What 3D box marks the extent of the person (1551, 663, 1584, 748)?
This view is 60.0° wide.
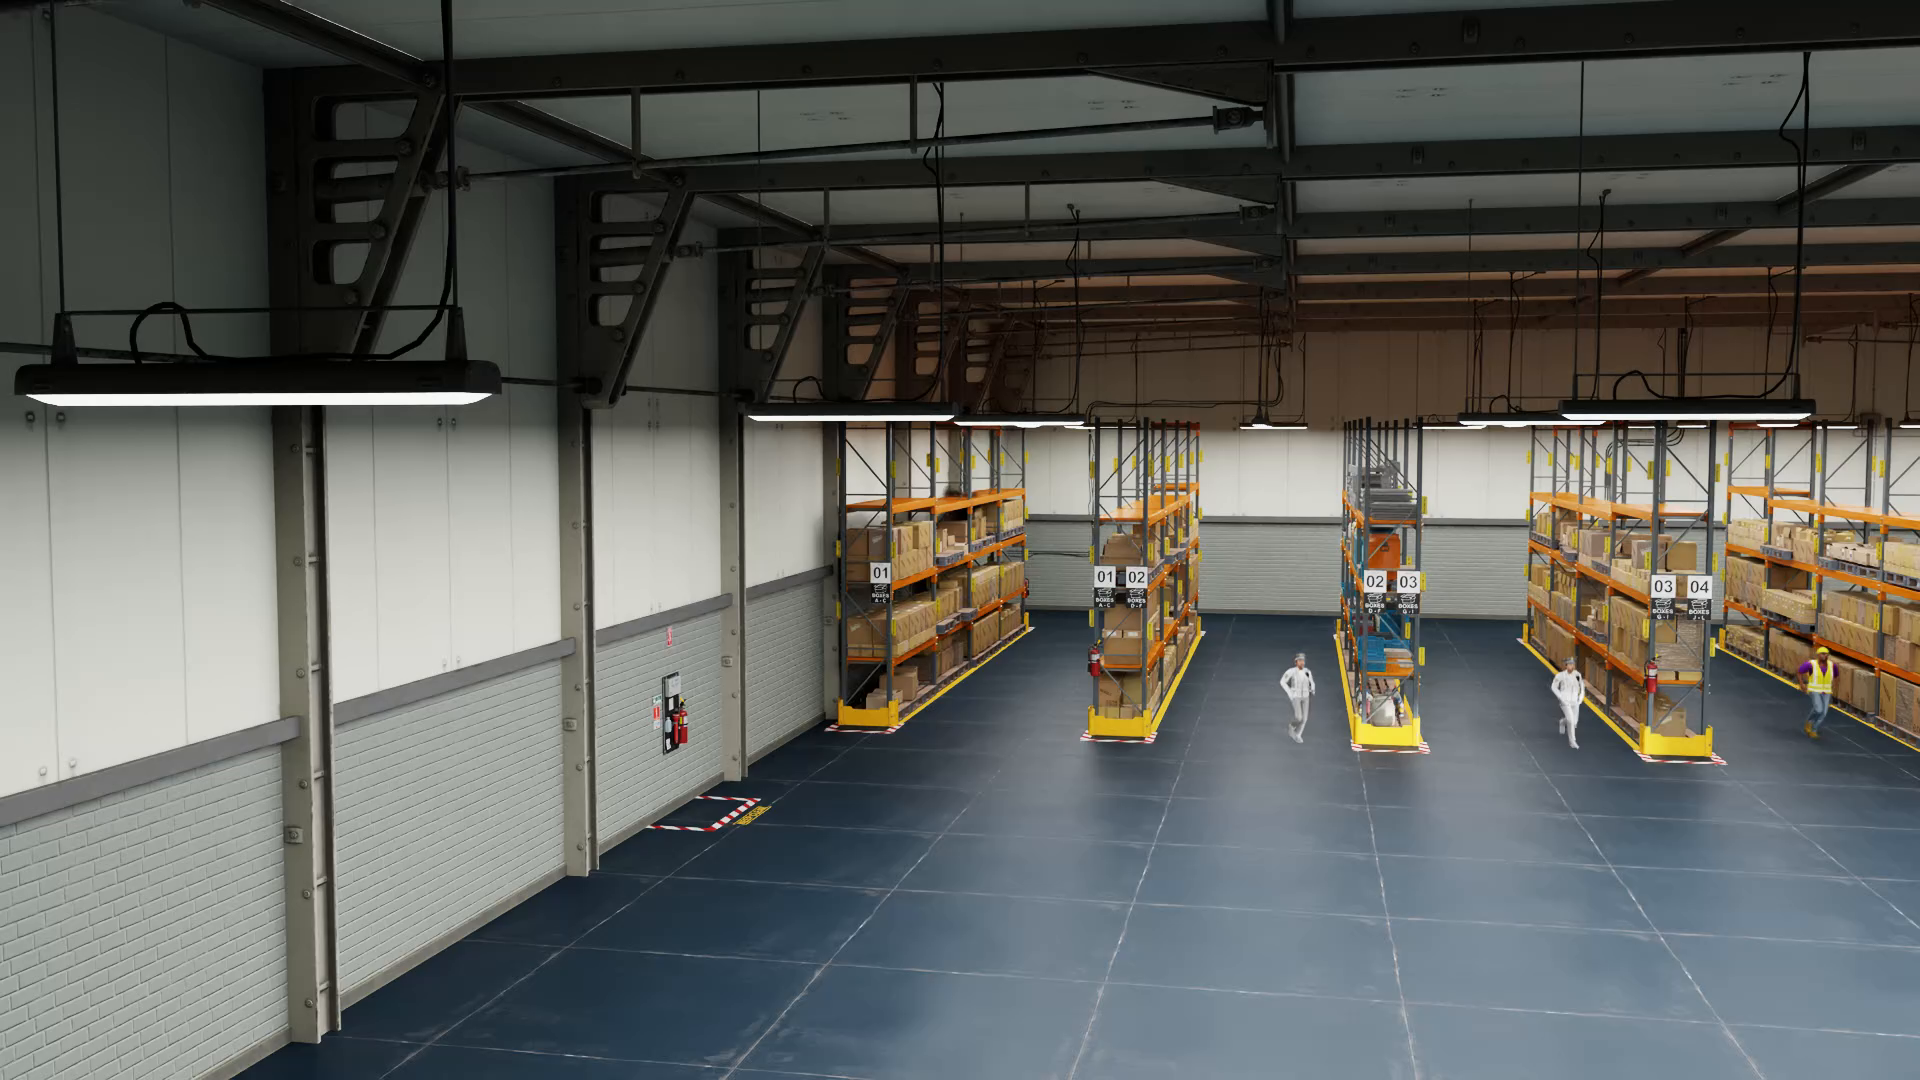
[{"bbox_3d":[11.121,2.963,30.438,0.641,1.618,0.671,0,4,-7],"label":"person"}]

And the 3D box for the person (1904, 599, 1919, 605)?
[{"bbox_3d":[25.563,2.053,44.496,0.691,1.633,0.537,1,4,22],"label":"person"}]

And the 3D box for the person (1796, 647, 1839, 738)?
[{"bbox_3d":[16.043,2.848,31.003,0.702,1.713,0.584,0,4,2],"label":"person"}]

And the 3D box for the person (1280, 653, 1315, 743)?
[{"bbox_3d":[6.271,2.909,30.648,0.637,1.657,0.540,-1,4,-12],"label":"person"}]
